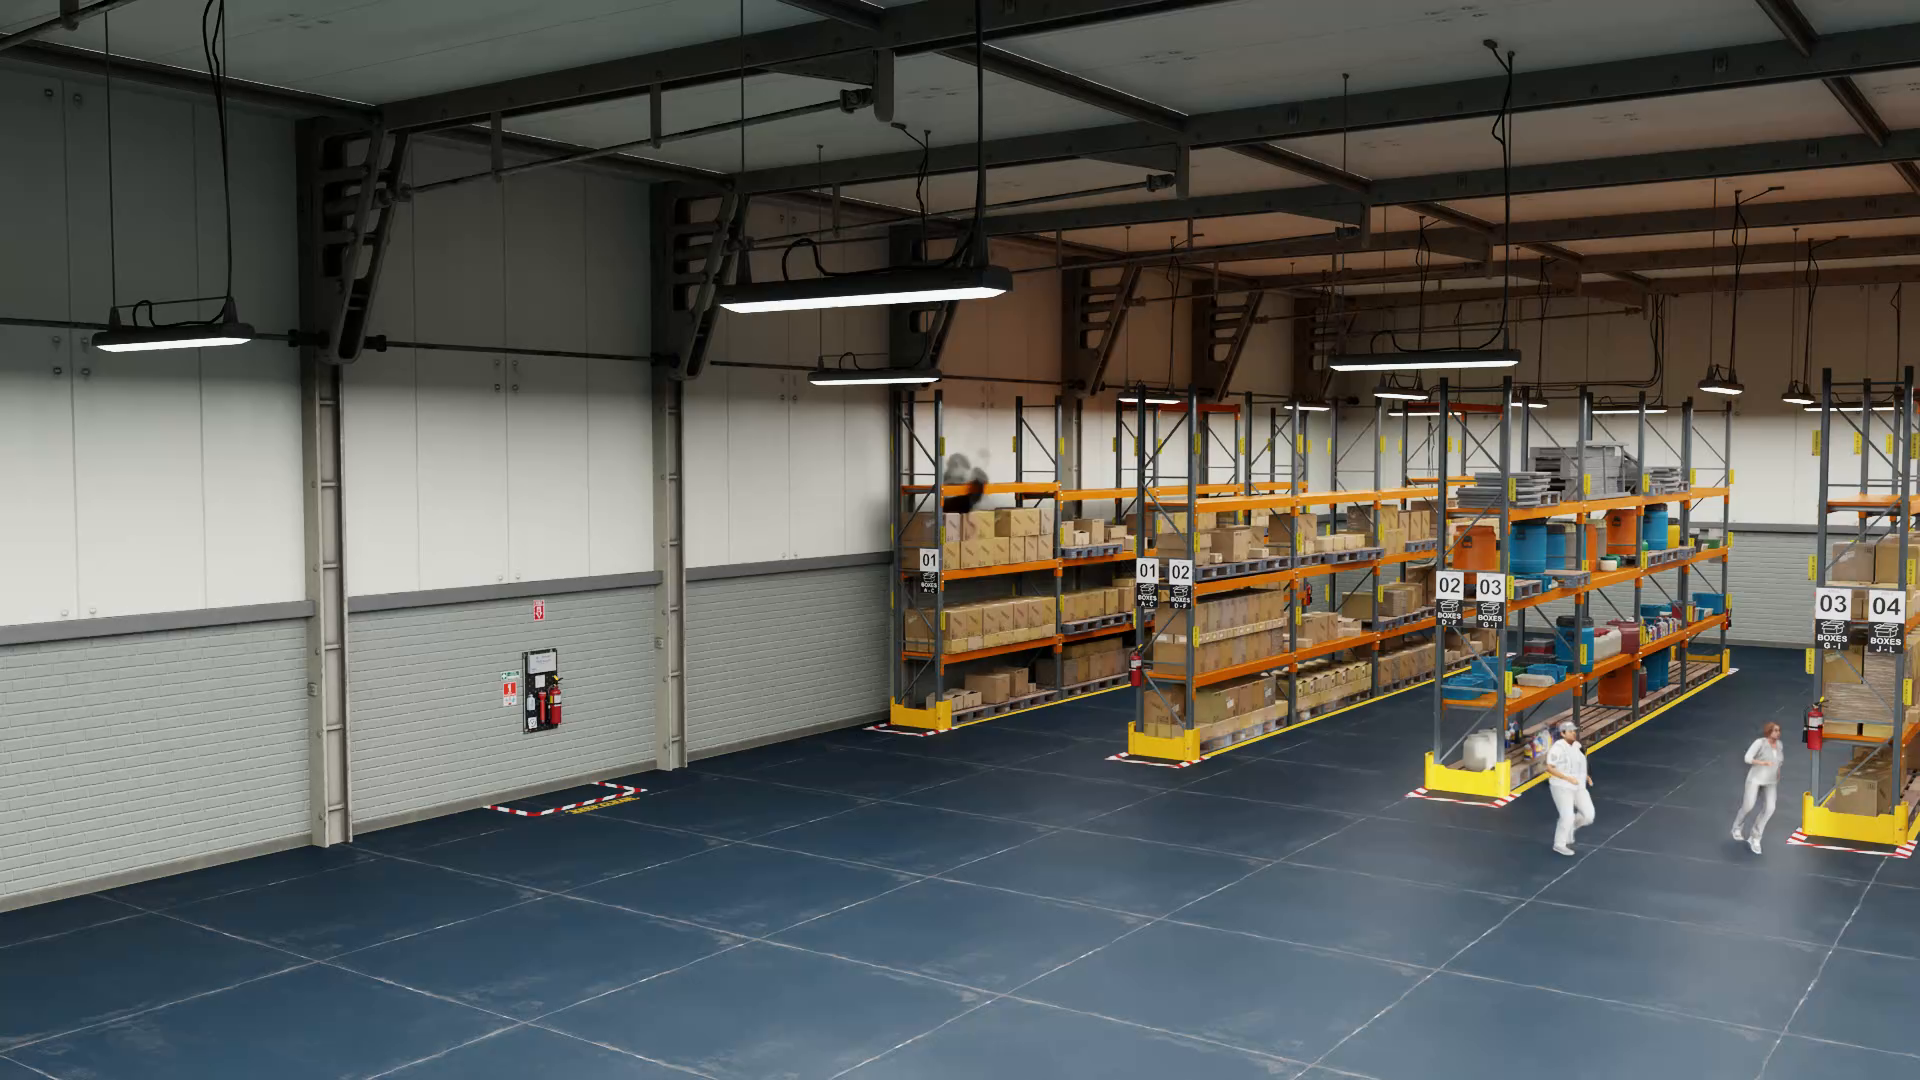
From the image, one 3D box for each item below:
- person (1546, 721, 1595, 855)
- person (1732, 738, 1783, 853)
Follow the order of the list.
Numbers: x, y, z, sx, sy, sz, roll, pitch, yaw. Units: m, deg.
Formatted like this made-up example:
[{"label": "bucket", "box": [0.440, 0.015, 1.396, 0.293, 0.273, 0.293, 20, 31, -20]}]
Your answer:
[{"label": "person", "box": [7.495, 3.046, 20.434, 0.623, 1.629, 0.553, -1, 4, -23]}, {"label": "person", "box": [9.984, 3.153, 20.763, 0.478, 1.395, 0.646, 0, 3, 3]}]
